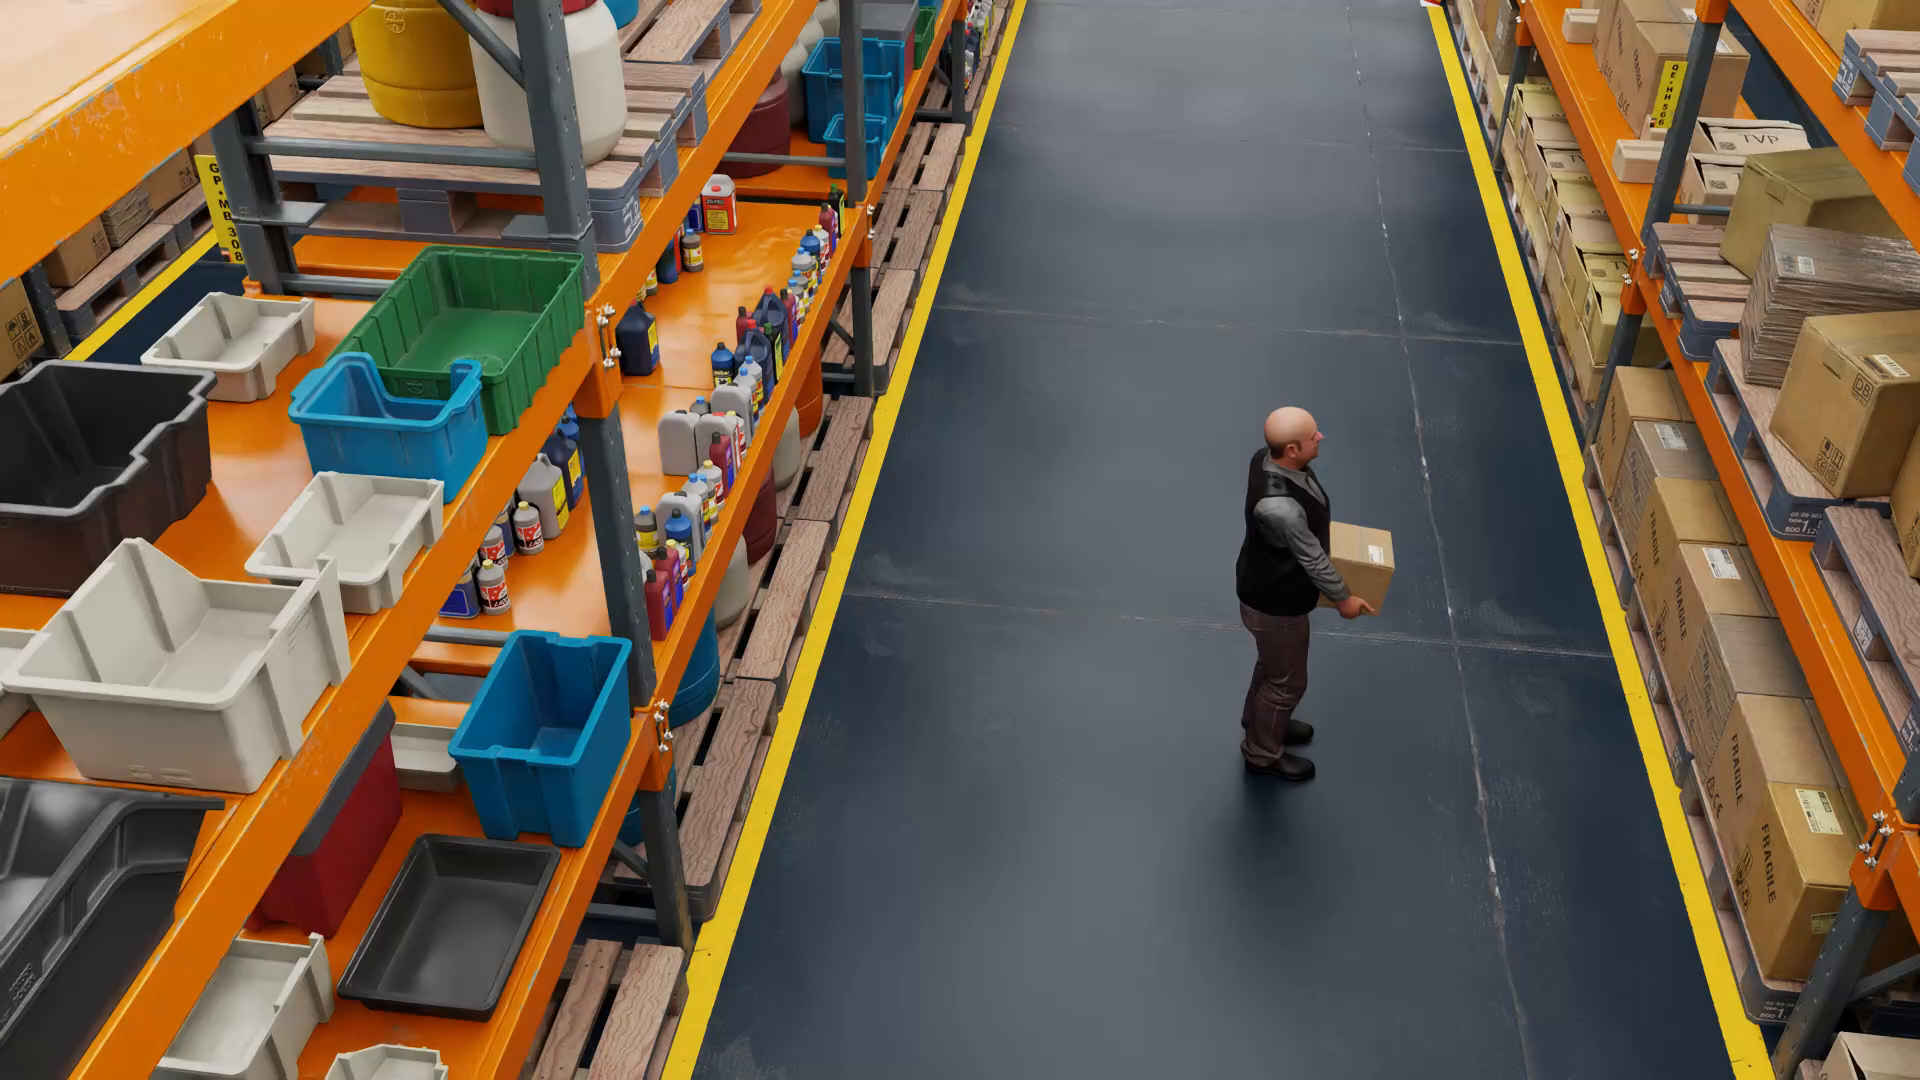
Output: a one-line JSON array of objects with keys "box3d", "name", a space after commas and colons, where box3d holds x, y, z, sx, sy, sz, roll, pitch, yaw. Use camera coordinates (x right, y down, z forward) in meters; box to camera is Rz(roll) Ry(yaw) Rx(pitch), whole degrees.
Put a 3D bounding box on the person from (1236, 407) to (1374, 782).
[{"box3d": [1.391, 0.218, 6.767, 0.545, 1.715, 0.494, 5, 36, 7], "name": "person"}]
